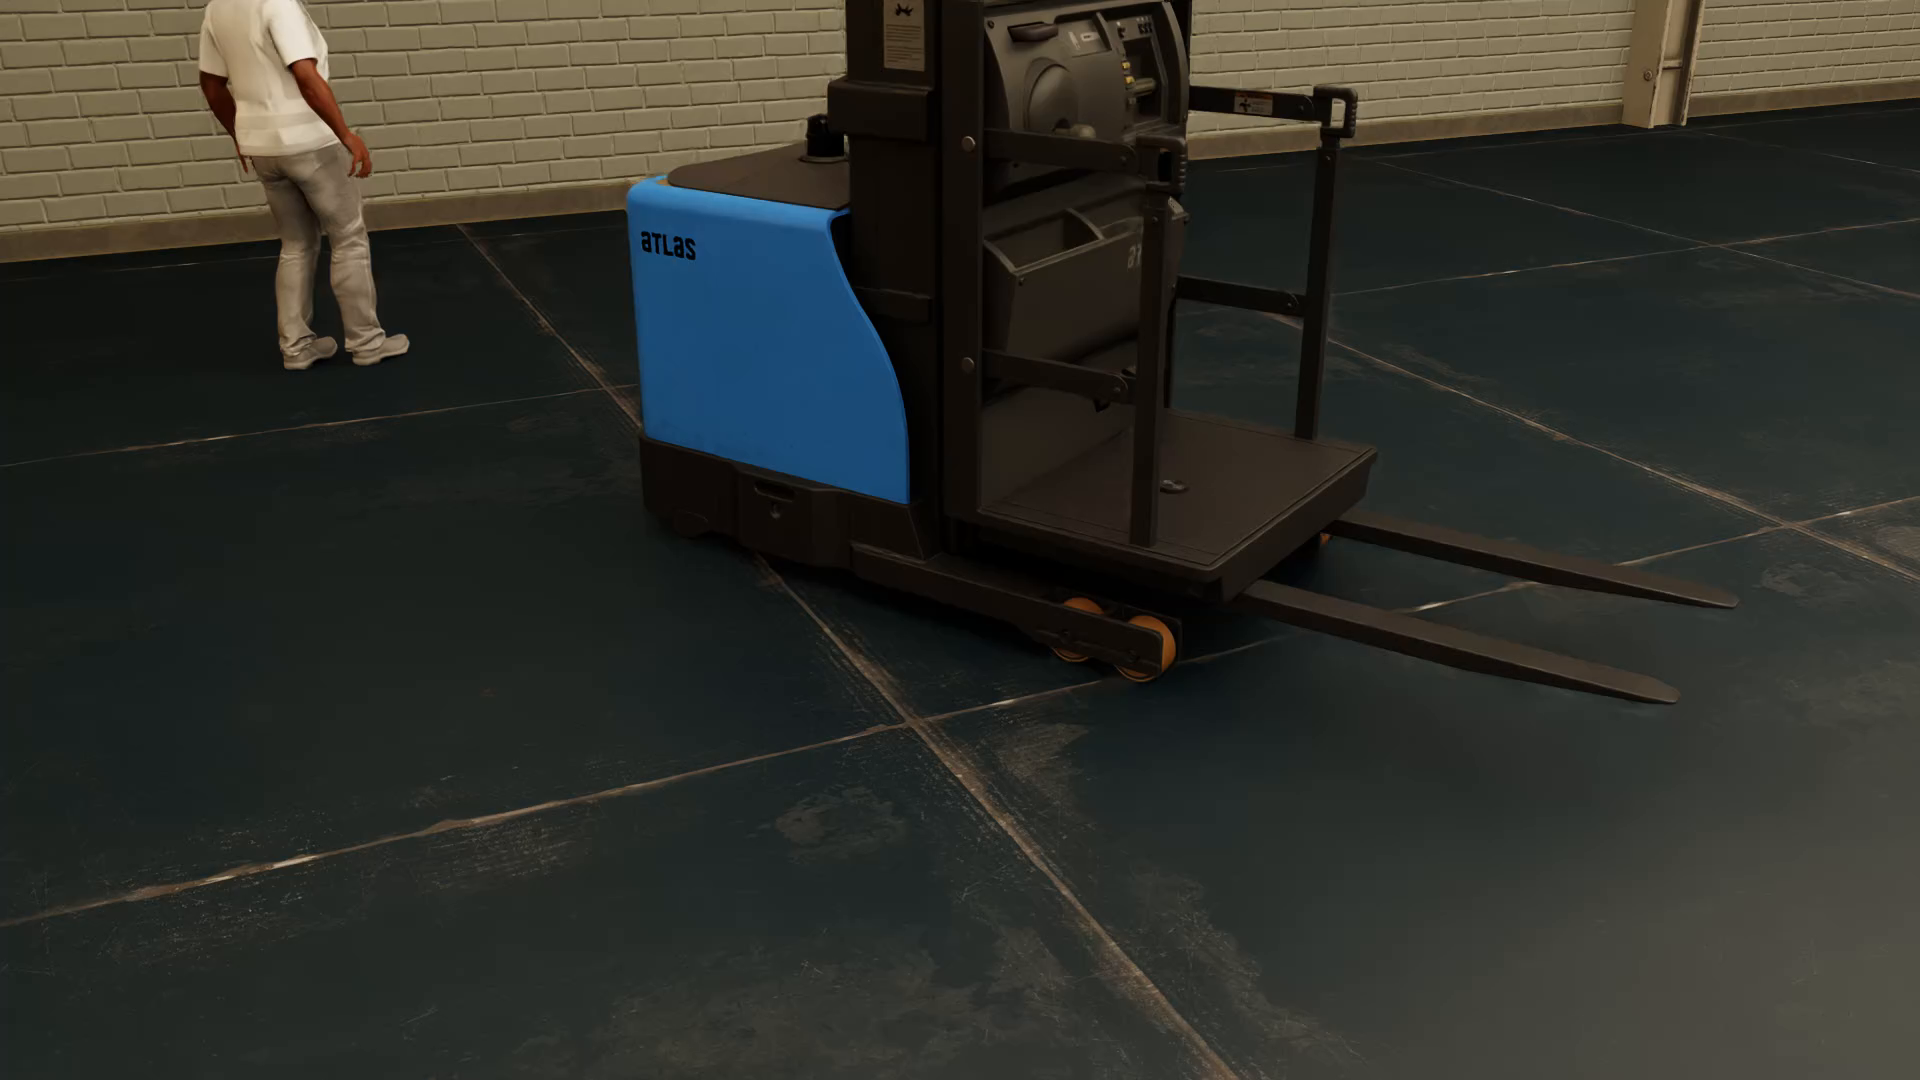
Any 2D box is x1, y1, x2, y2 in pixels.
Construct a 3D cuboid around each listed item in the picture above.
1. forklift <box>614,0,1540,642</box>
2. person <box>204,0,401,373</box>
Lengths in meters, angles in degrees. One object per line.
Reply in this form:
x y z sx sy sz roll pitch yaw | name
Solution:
0.543 -1.484 4.857 3.031 2.935 1.130 -13 26 -28 | forklift
-2.606 -1.556 6.548 0.564 1.771 0.370 11 25 24 | person
